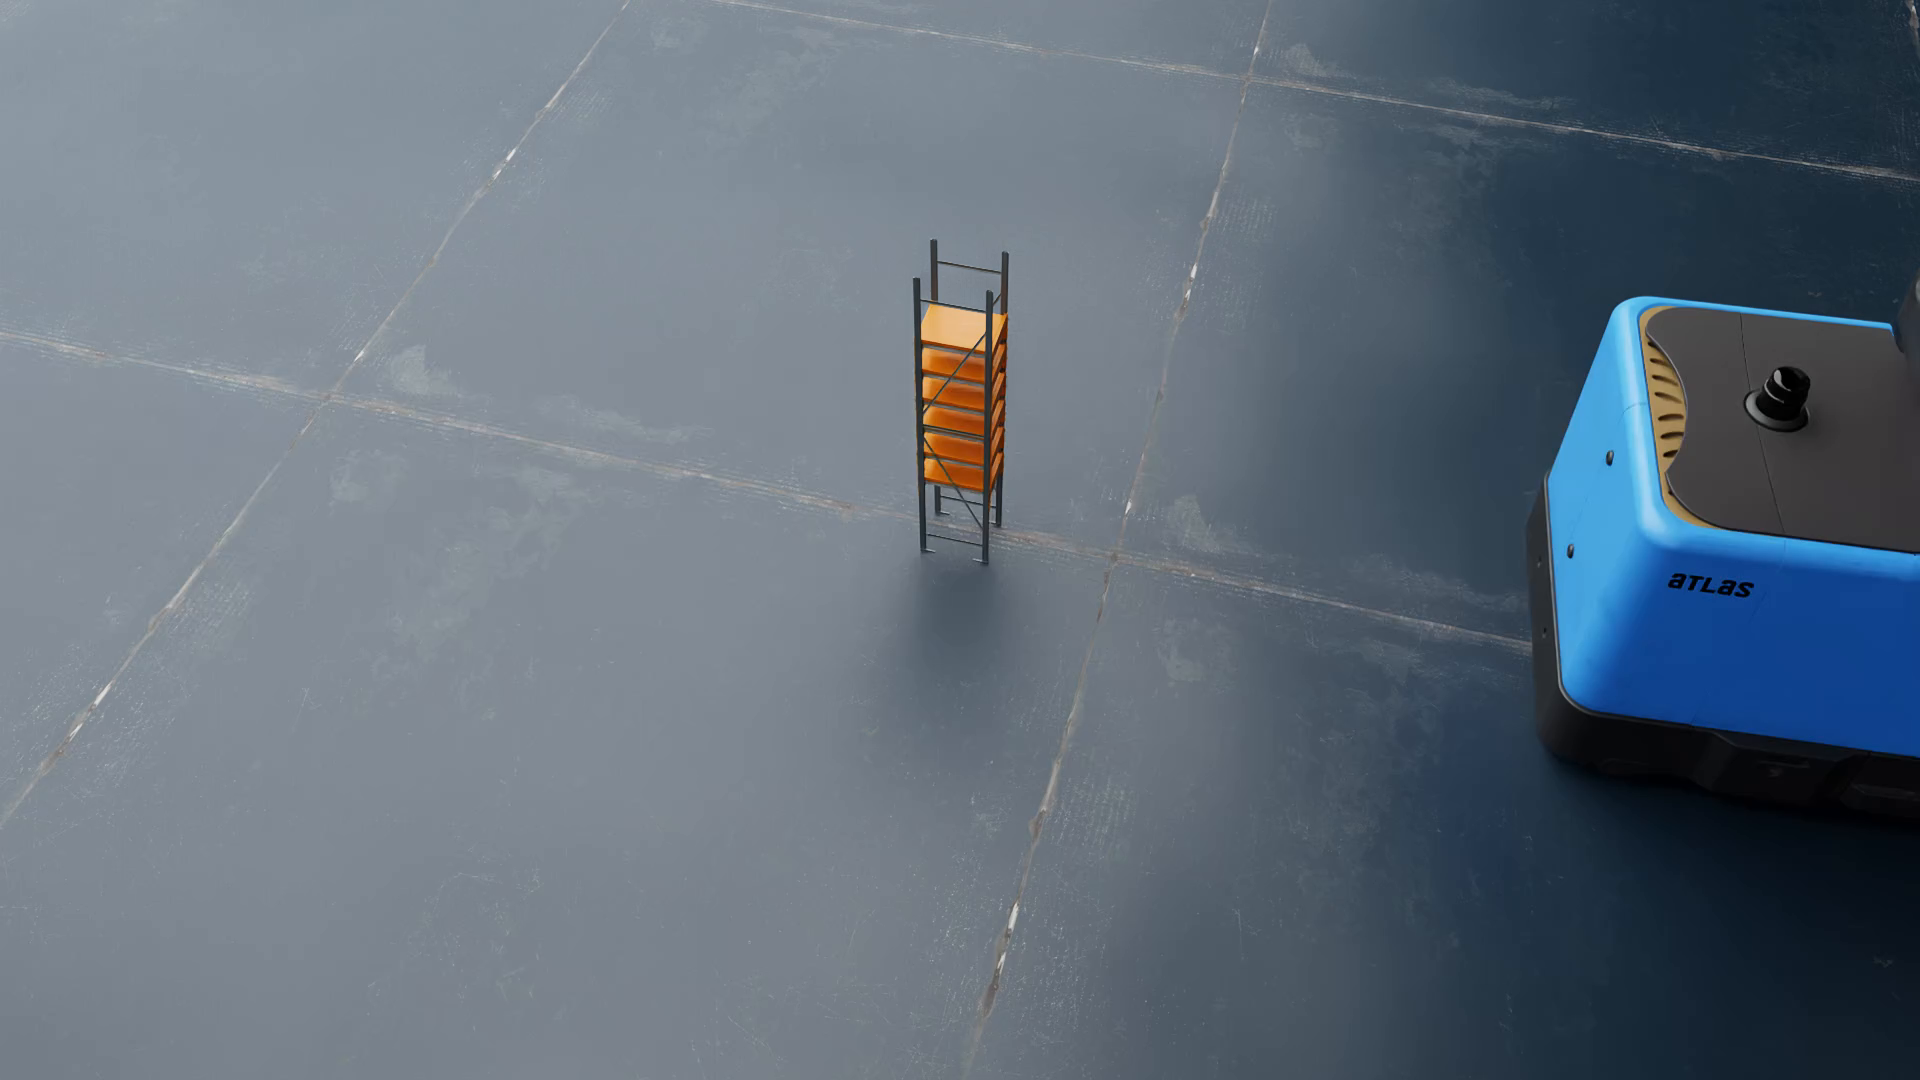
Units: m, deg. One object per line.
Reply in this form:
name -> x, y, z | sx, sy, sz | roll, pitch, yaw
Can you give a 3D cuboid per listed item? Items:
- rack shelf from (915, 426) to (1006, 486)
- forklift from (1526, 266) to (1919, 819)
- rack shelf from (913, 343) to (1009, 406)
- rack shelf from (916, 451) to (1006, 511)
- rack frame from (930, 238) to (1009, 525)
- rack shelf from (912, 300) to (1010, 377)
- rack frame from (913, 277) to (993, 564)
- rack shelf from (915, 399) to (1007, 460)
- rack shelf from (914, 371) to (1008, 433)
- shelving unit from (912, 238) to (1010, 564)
rack shelf -> 0.004, -0.299, 5.433 | 0.258, 0.103, 0.180 | 12, 50, 10
forklift -> 3.350, -0.447, 4.190 | 3.031, 2.935, 1.130 | 8, 49, 7
rack shelf -> 0.004, -0.537, 5.163 | 0.258, 0.103, 0.180 | 12, 50, 10
rack shelf -> 0.004, -0.219, 5.523 | 0.258, 0.103, 0.180 | 12, 50, 10
rack frame -> 0.028, -0.474, 5.368 | 0.240, 1.200, 0.006 | 12, 50, 10
rack shelf -> 0.004, -0.616, 5.073 | 0.258, 0.103, 0.180 | 12, 50, 10
rack frame -> -0.020, -0.341, 5.251 | 0.240, 1.200, 0.006 | 12, 50, 10
rack shelf -> 0.004, -0.378, 5.343 | 0.258, 0.103, 0.180 | 12, 50, 10
rack shelf -> 0.004, -0.458, 5.253 | 0.258, 0.103, 0.180 | 12, 50, 10
shelving unit -> 0.004, -0.407, 5.309 | 0.258, 1.200, 0.189 | 12, 50, 10
